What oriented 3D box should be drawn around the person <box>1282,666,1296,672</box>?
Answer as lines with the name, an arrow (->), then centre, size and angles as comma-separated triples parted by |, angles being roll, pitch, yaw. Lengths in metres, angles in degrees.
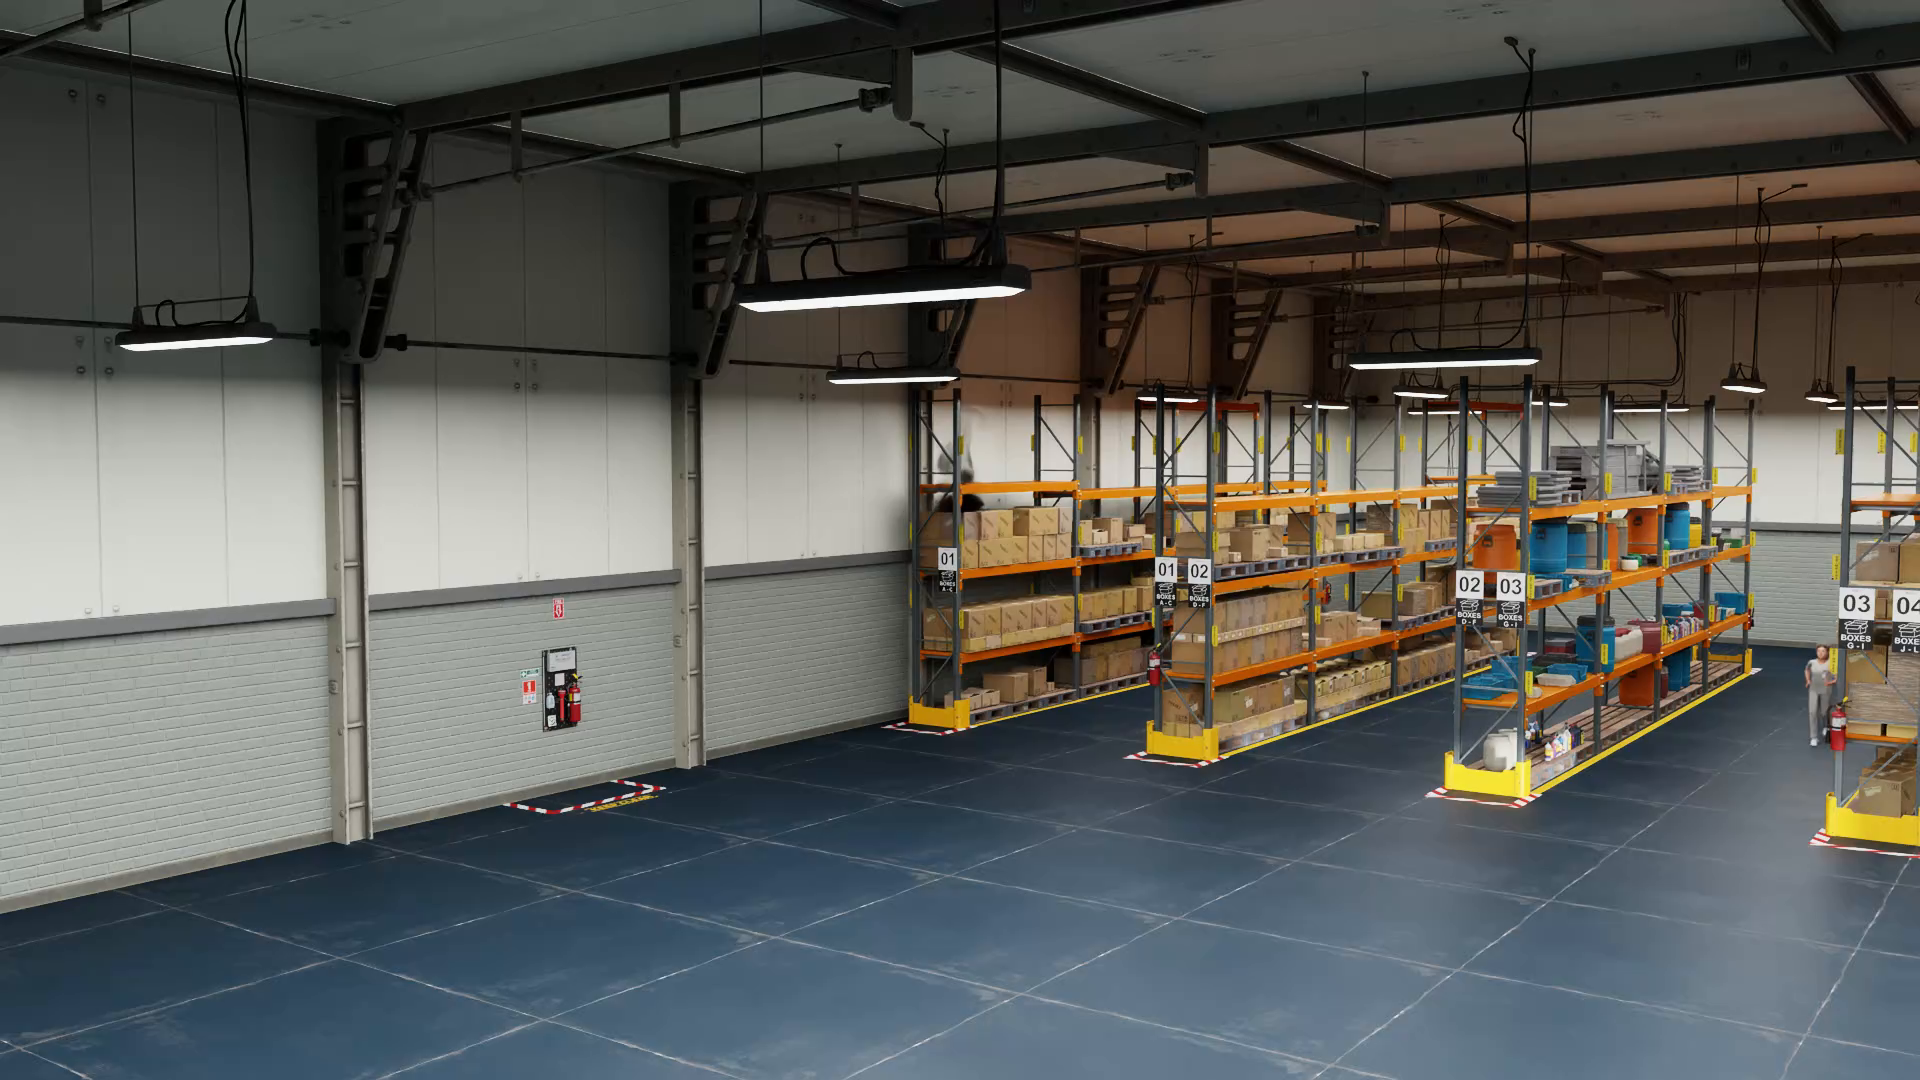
person -> 6.834, 2.265, 34.189 | 0.616, 1.612, 0.599 | 2, 4, 30

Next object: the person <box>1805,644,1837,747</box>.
person -> 14.446, 2.582, 27.896 | 0.568, 1.675, 0.930 | 3, 4, 39
